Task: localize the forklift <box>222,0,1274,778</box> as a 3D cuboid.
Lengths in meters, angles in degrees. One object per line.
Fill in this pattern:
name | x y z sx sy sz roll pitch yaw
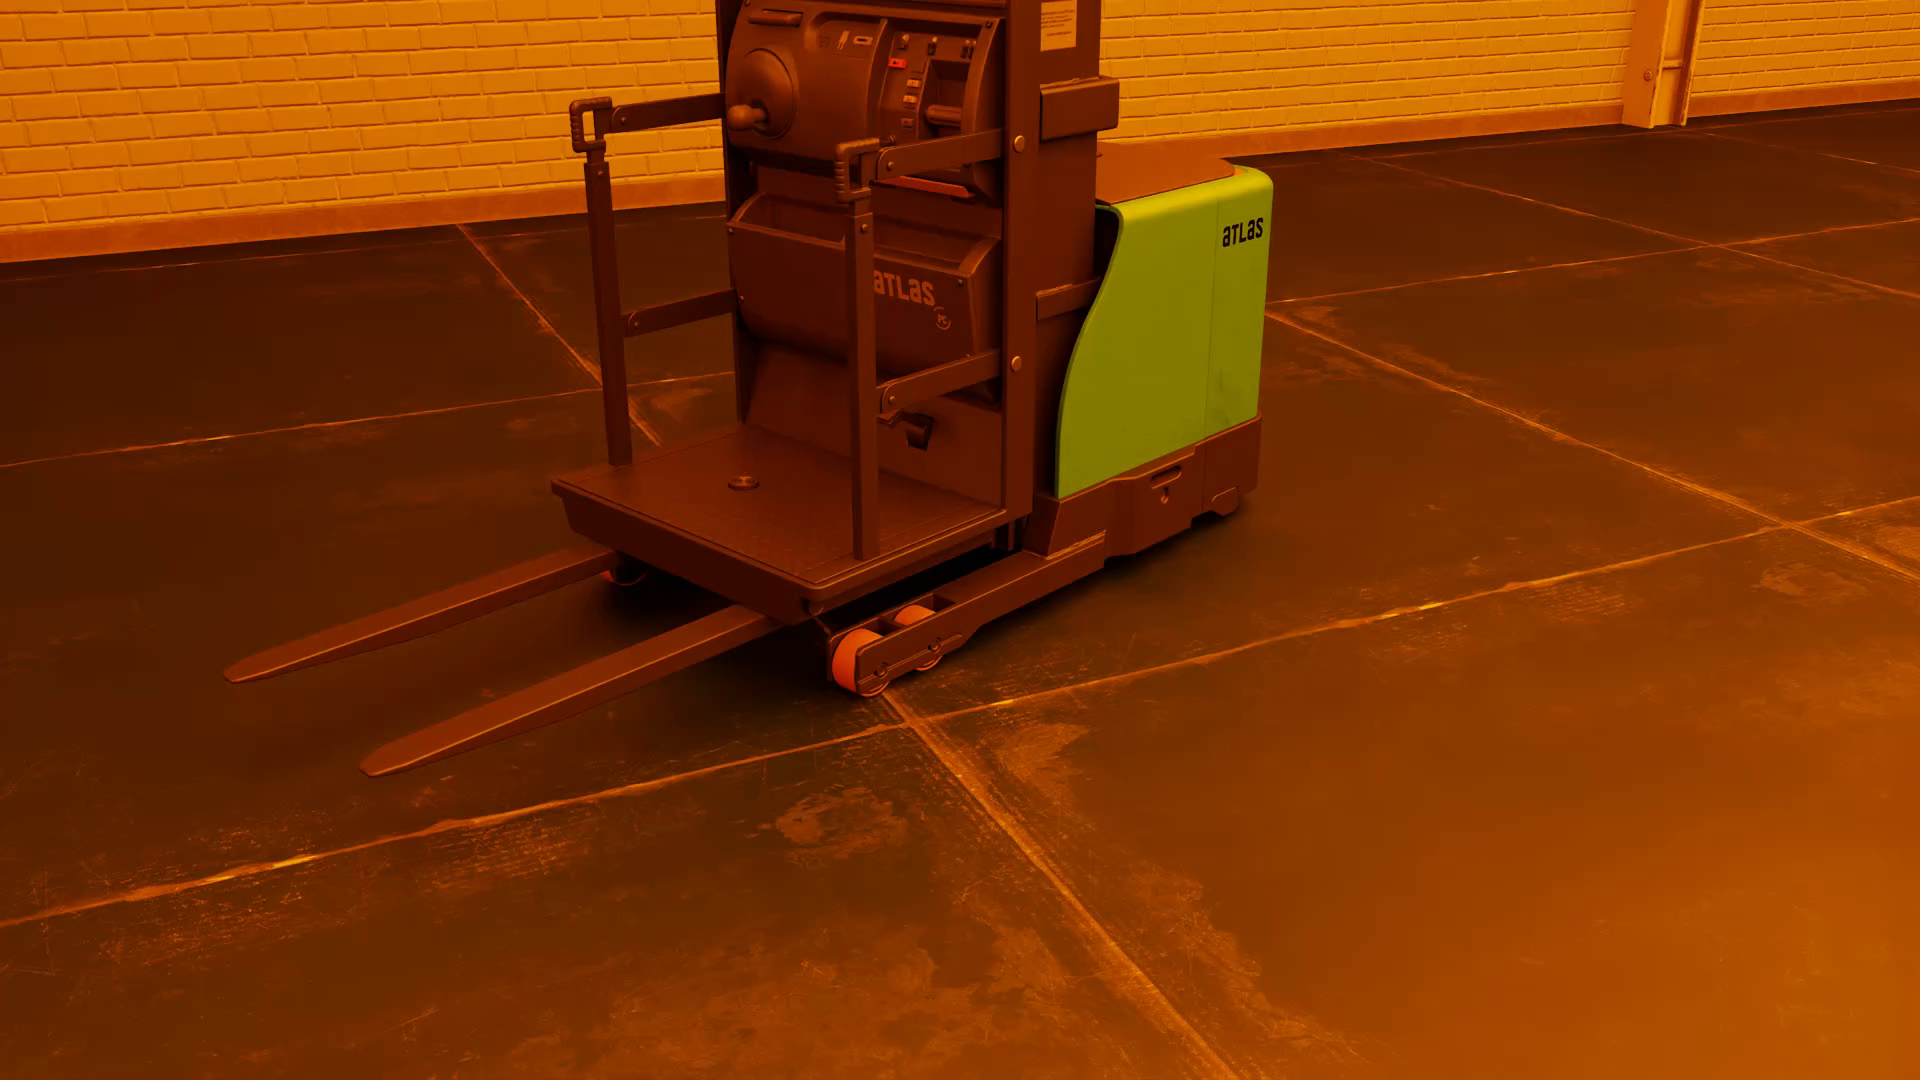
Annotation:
forklift | -0.413 -1.182 4.131 1.130 2.935 3.031 19 29 39
